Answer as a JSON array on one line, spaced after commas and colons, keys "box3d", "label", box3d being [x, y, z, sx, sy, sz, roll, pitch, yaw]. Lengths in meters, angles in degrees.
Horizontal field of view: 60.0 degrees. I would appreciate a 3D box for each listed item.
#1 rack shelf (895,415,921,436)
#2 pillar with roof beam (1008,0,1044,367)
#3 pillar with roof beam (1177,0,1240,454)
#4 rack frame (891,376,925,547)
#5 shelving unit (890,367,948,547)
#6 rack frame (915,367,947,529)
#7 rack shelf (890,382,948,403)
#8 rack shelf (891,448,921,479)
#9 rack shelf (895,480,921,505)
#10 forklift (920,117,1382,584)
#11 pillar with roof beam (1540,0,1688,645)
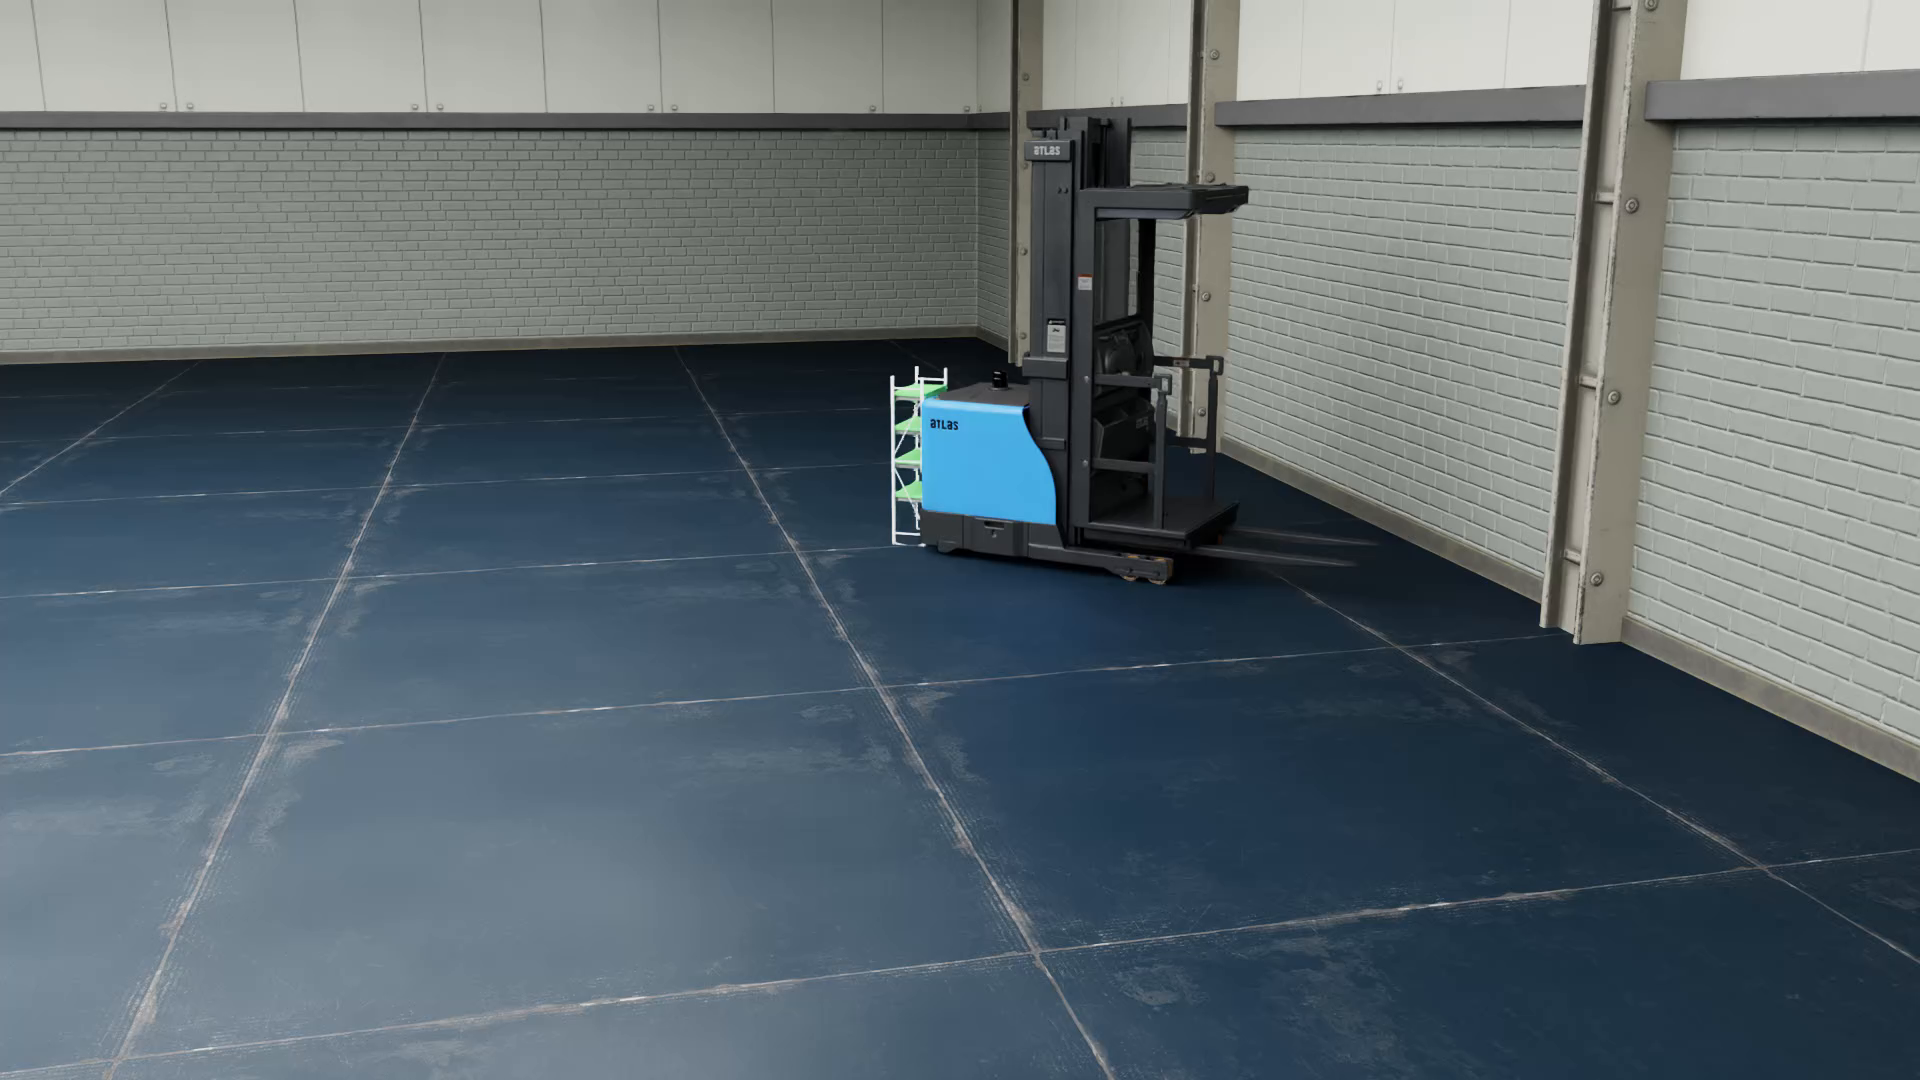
[{"box3d": [-0.285, -0.772, 11.818, 0.258, 0.148, 0.480, 5, 14, 18], "label": "rack shelf"}, {"box3d": [-3.374, -6.357, 18.987, 9.100, 9.000, 0.400, -3, 14, -13], "label": "pillar with roof beam"}, {"box3d": [-1.965, -4.973, 13.322, 9.100, 9.000, 0.400, -3, 14, -13], "label": "pillar with roof beam"}, {"box3d": [-0.364, -0.546, 11.635, 0.240, 1.200, 0.015, 5, 14, 18], "label": "rack frame"}, {"box3d": [-0.285, -0.601, 11.859, 0.258, 1.200, 0.503, 5, 14, 18], "label": "shelving unit"}, {"box3d": [-0.207, -0.656, 12.084, 0.240, 1.200, 0.015, 5, 14, 18], "label": "rack frame"}, {"box3d": [-0.285, -1.005, 11.761, 0.258, 0.148, 0.480, 5, 14, 18], "label": "rack shelf"}, {"box3d": [-0.285, -0.539, 11.875, 0.258, 0.148, 0.480, 5, 14, 18], "label": "rack shelf"}, {"box3d": [-0.285, -0.306, 11.932, 0.258, 0.148, 0.480, 5, 14, 18], "label": "rack shelf"}, {"box3d": [1.269, -1.280, 10.992, 3.031, 2.935, 1.130, 7, 15, 27], "label": "forklift"}, {"box3d": [-0.556, -3.589, 7.656, 9.100, 9.000, 0.400, -3, 14, -13], "label": "pillar with roof beam"}]
